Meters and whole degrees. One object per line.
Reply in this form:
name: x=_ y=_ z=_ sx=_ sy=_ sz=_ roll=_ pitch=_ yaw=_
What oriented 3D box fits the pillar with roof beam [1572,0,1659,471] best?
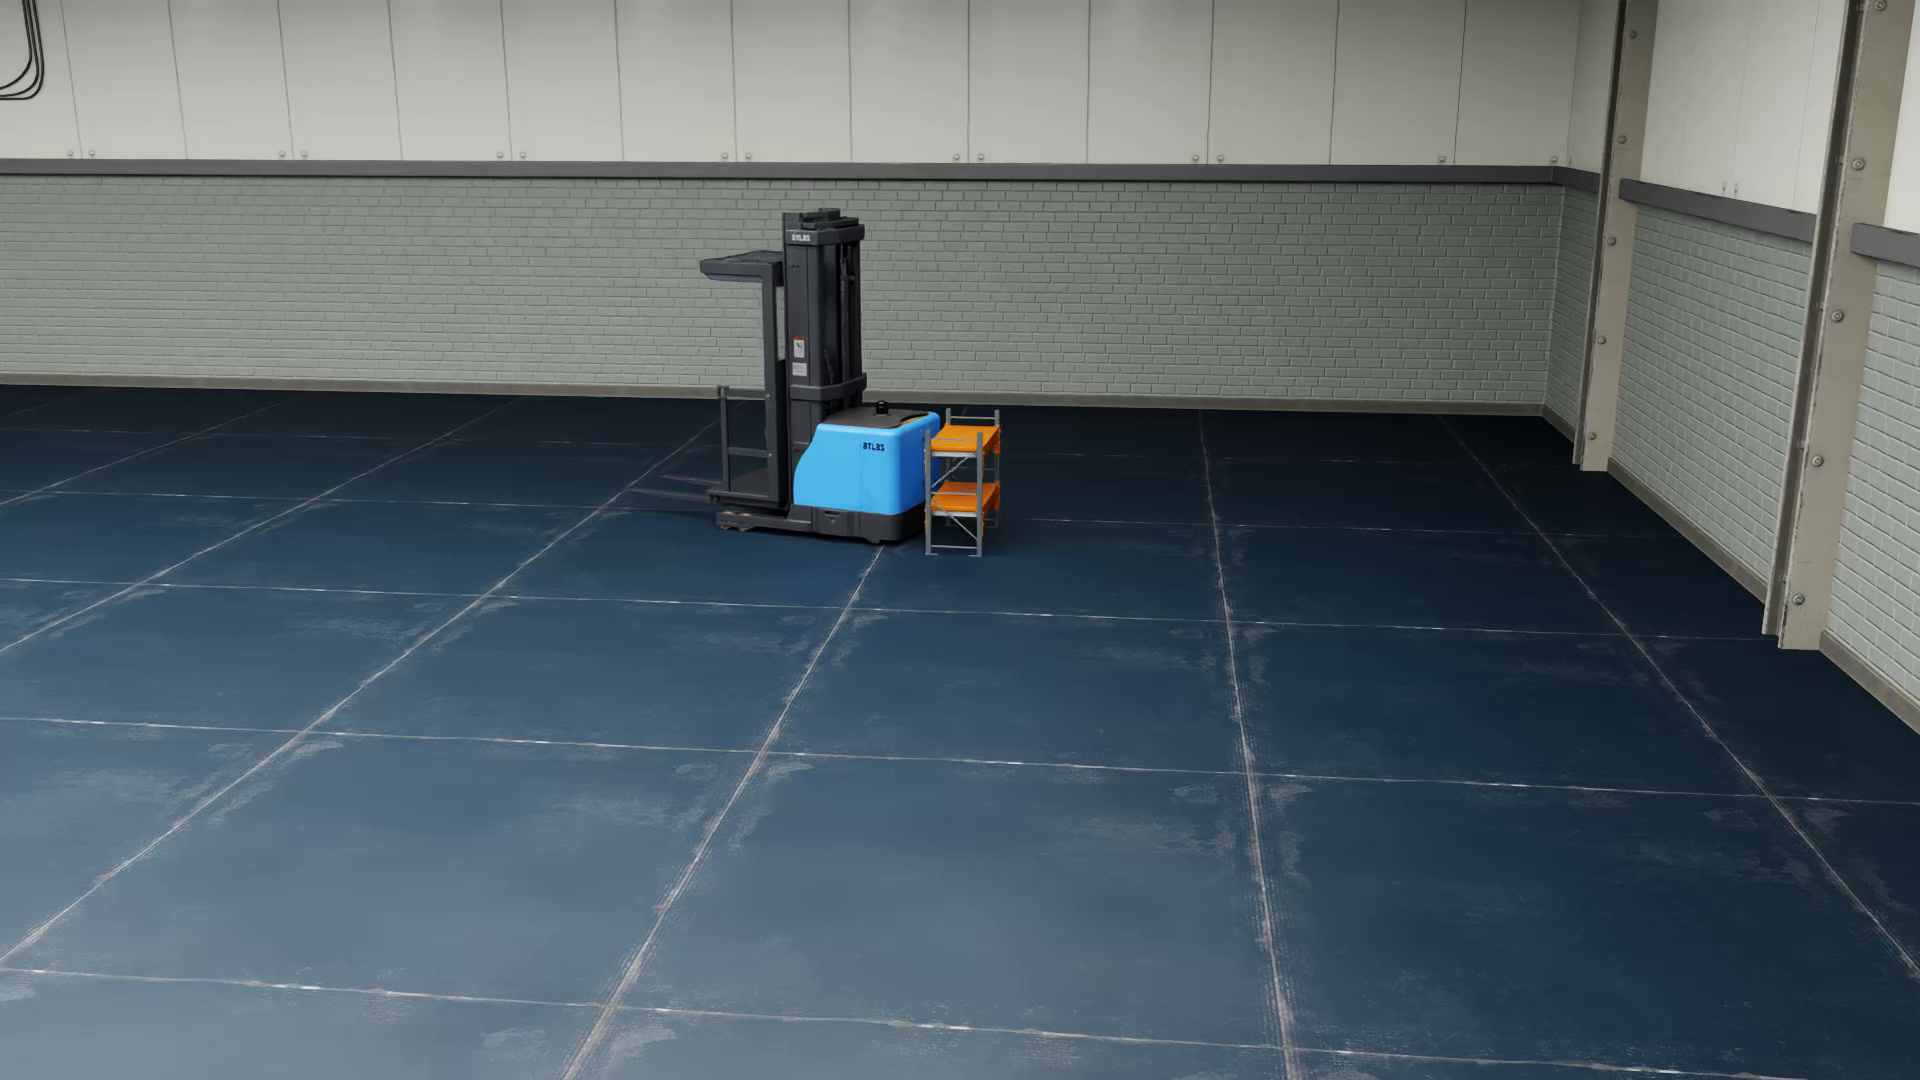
pillar with roof beam: x=2.634 y=-5.272 z=17.506 sx=9.100 sy=9.000 sz=0.400 roll=2 pitch=15 yaw=6

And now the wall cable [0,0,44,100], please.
wall cable: x=-13.310 y=-8.156 z=21.657 sx=2.305 sy=6.003 sz=0.169 roll=2 pitch=15 yaw=6

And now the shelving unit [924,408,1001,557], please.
shelving unit: x=0.033 y=-0.536 z=15.077 sx=0.538 sy=1.125 sz=1.048 roll=3 pitch=15 yaw=9

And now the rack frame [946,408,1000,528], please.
rack frame: x=0.118 y=-0.667 z=15.561 sx=0.500 sy=1.125 sz=0.032 roll=3 pitch=15 yaw=9

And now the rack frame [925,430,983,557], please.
rack frame: x=-0.052 y=-0.405 z=14.593 sx=0.500 sy=1.125 sz=0.032 roll=3 pitch=15 yaw=9

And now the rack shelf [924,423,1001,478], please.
rack shelf: x=0.033 y=-0.818 z=15.000 sx=0.538 sy=0.278 sz=1.000 roll=3 pitch=15 yaw=9

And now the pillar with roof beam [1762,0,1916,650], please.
pillar with roof beam: x=1.957 y=-3.716 z=11.751 sx=9.100 sy=9.000 sz=0.400 roll=2 pitch=15 yaw=6

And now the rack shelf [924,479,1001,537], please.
rack shelf: x=0.033 y=-0.300 z=15.141 sx=0.538 sy=0.278 sz=1.000 roll=3 pitch=15 yaw=9

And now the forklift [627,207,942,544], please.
forklift: x=-1.737 y=-1.614 z=15.605 sx=3.031 sy=2.935 sz=1.130 roll=7 pitch=16 yaw=23
